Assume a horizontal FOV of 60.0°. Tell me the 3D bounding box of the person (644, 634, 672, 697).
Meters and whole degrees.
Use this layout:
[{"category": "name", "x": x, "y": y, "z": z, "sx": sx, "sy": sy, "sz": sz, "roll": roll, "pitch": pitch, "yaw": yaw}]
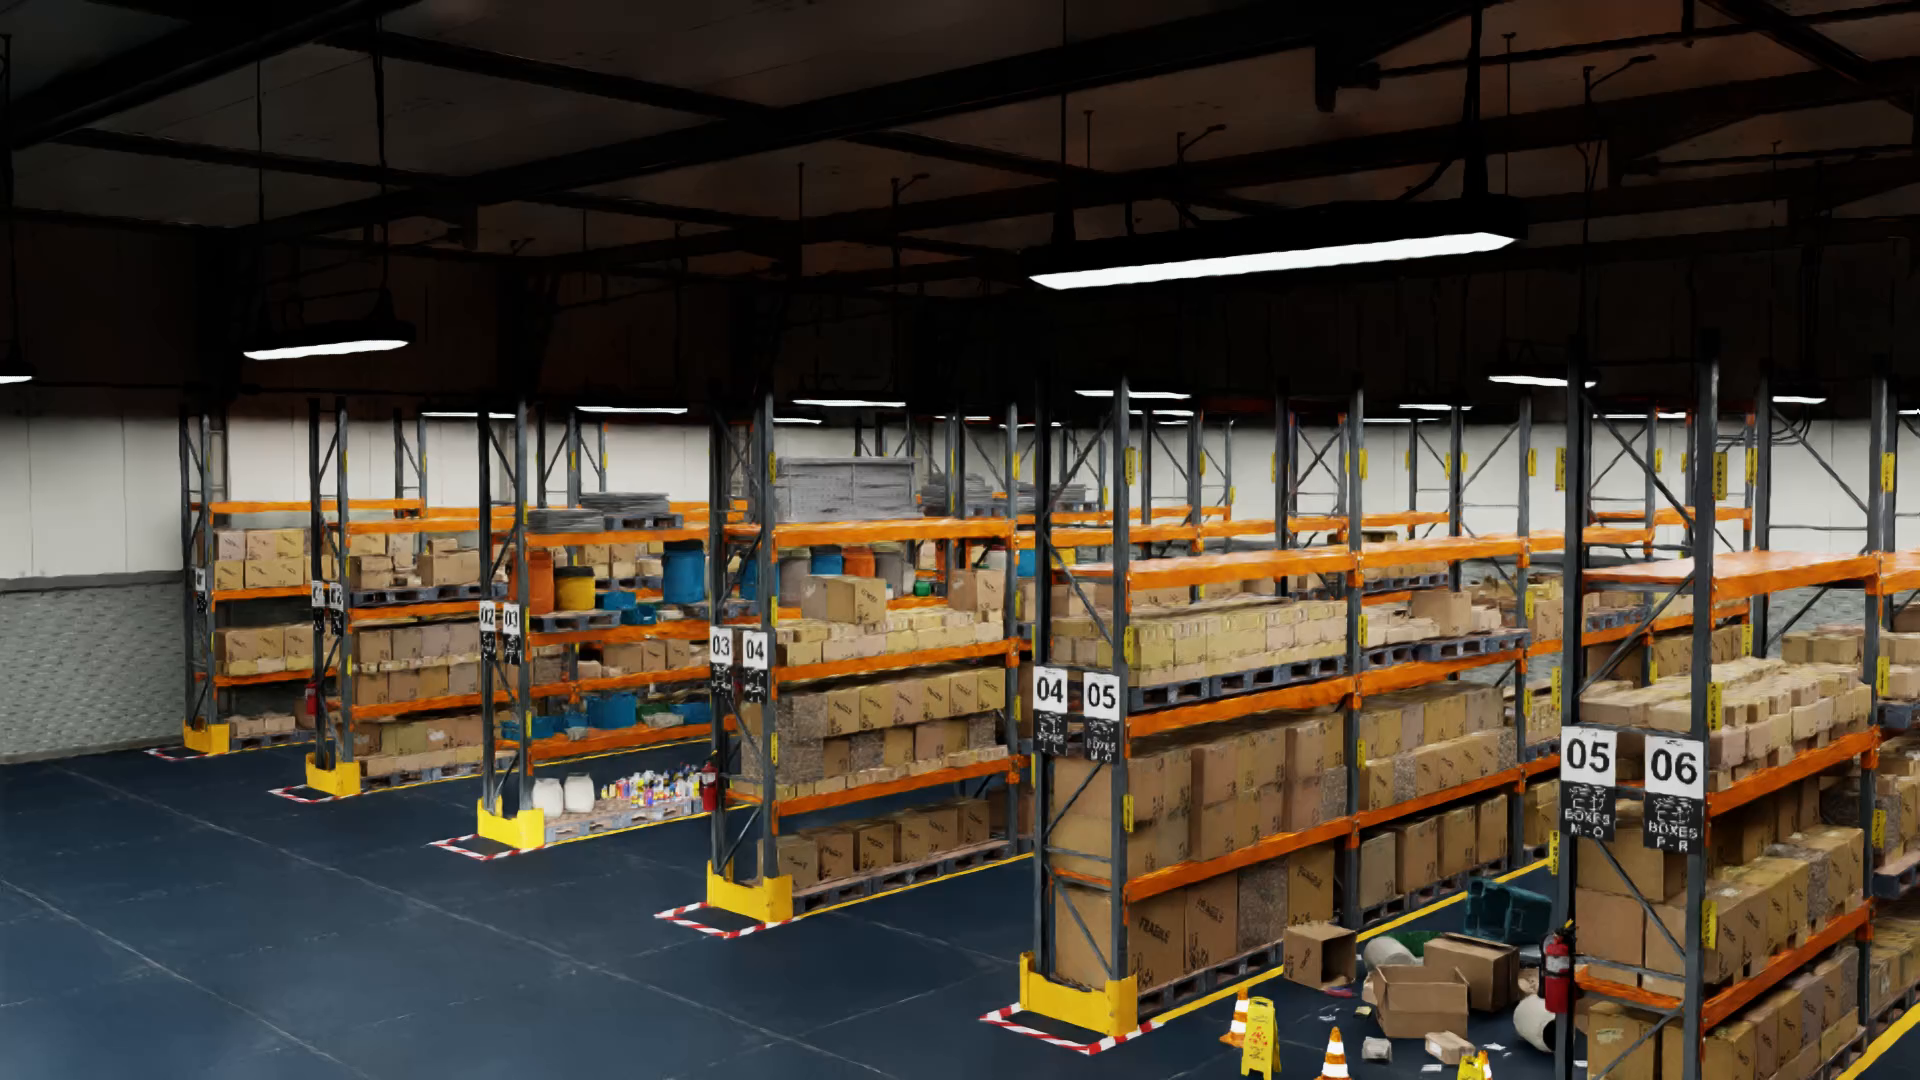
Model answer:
[{"category": "person", "x": -5.987, "y": 2.594, "z": 32.570, "sx": 1.121, "sy": 1.691, "sz": 0.577, "roll": -3, "pitch": 4, "yaw": -44}]
